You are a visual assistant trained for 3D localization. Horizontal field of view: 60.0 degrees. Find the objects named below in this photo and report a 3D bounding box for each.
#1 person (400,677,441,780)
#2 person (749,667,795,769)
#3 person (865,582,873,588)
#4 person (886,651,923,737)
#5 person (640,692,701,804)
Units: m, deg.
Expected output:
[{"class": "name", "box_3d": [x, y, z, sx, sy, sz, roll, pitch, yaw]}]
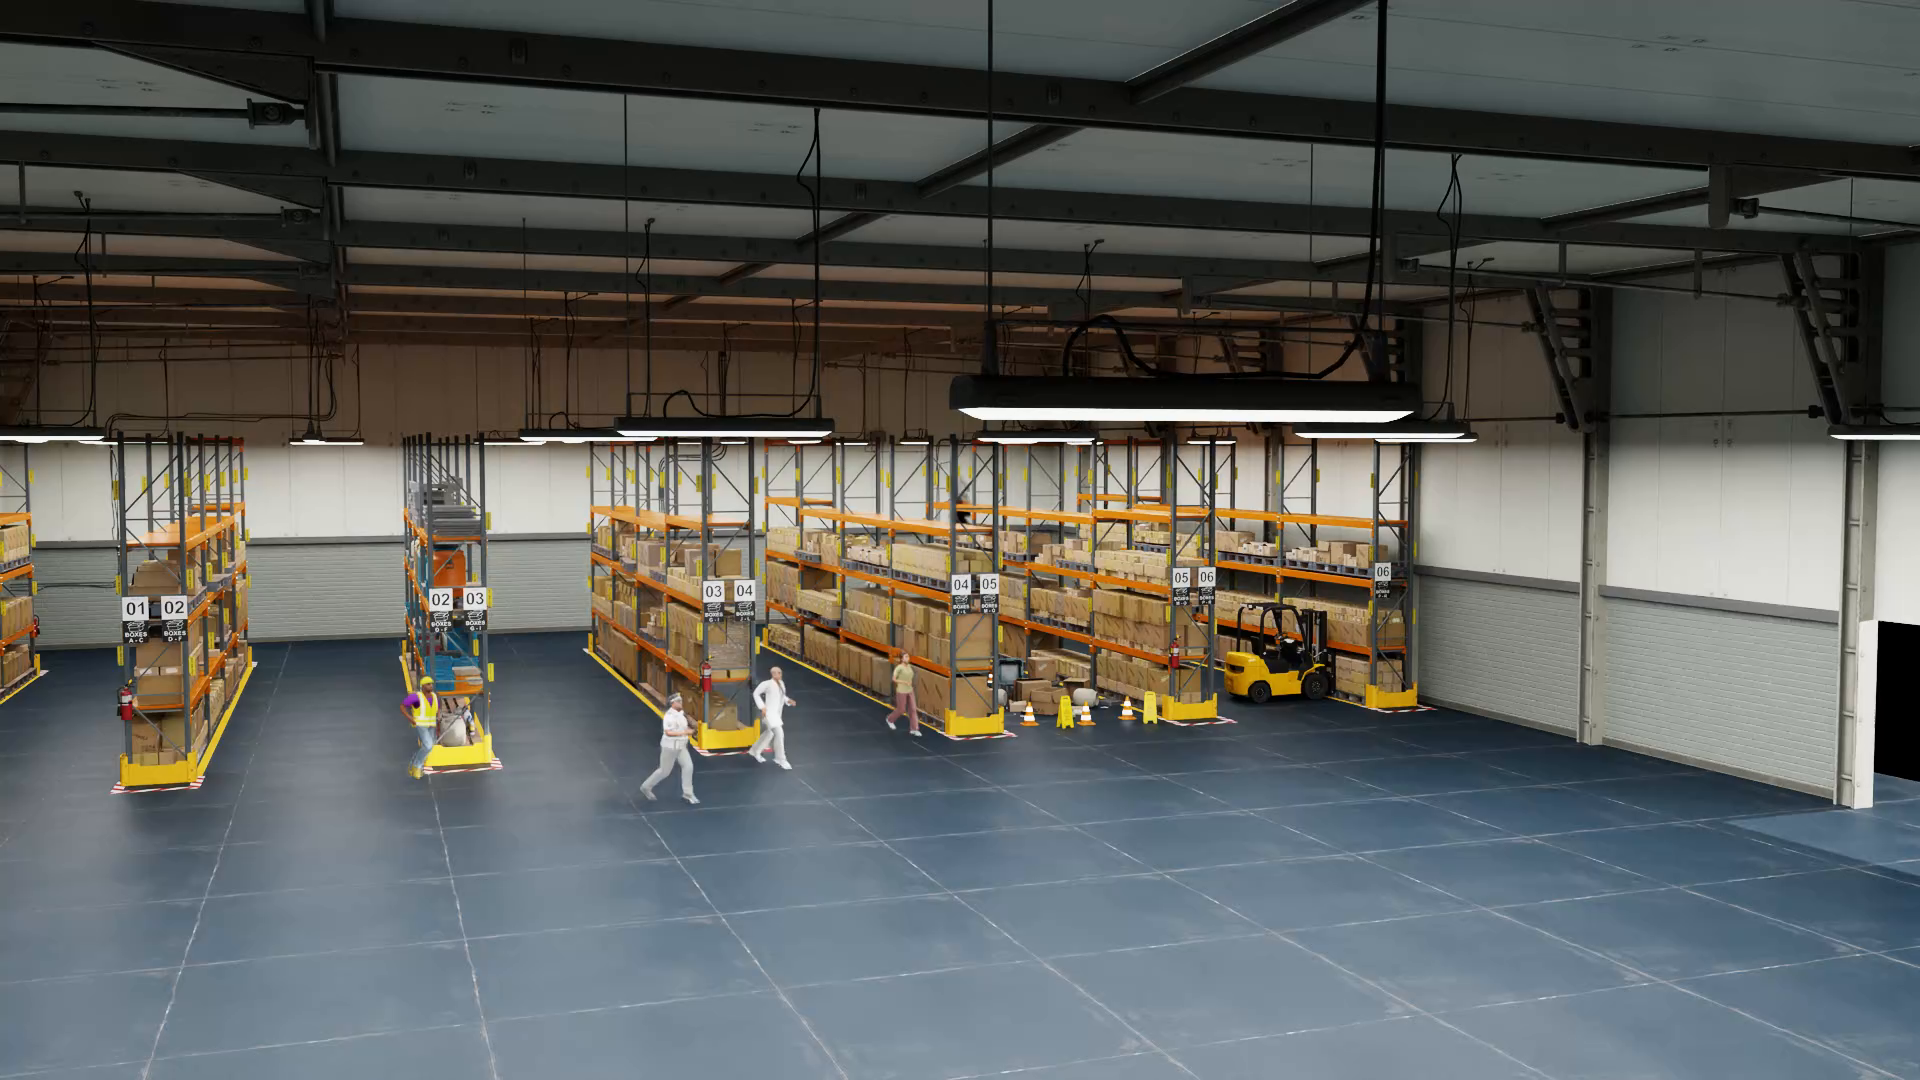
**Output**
[{"class": "person", "box_3d": [-9.302, 3.257, 28.917, 0.619, 1.766, 0.725, 2, 4, 31]}, {"class": "person", "box_3d": [-3.413, 3.181, 29.952, 0.961, 1.818, 0.647, 1, 3, 22]}, {"class": "person", "box_3d": [-2.578, 2.011, 46.740, 0.584, 1.677, 0.629, -1, 3, -22]}, {"class": "person", "box_3d": [-1.118, 3.041, 33.086, 0.583, 1.665, 0.966, -3, 4, -44]}, {"class": "person", "box_3d": [-4.653, 3.351, 26.791, 0.955, 1.827, 0.672, 1, 3, 17]}]
